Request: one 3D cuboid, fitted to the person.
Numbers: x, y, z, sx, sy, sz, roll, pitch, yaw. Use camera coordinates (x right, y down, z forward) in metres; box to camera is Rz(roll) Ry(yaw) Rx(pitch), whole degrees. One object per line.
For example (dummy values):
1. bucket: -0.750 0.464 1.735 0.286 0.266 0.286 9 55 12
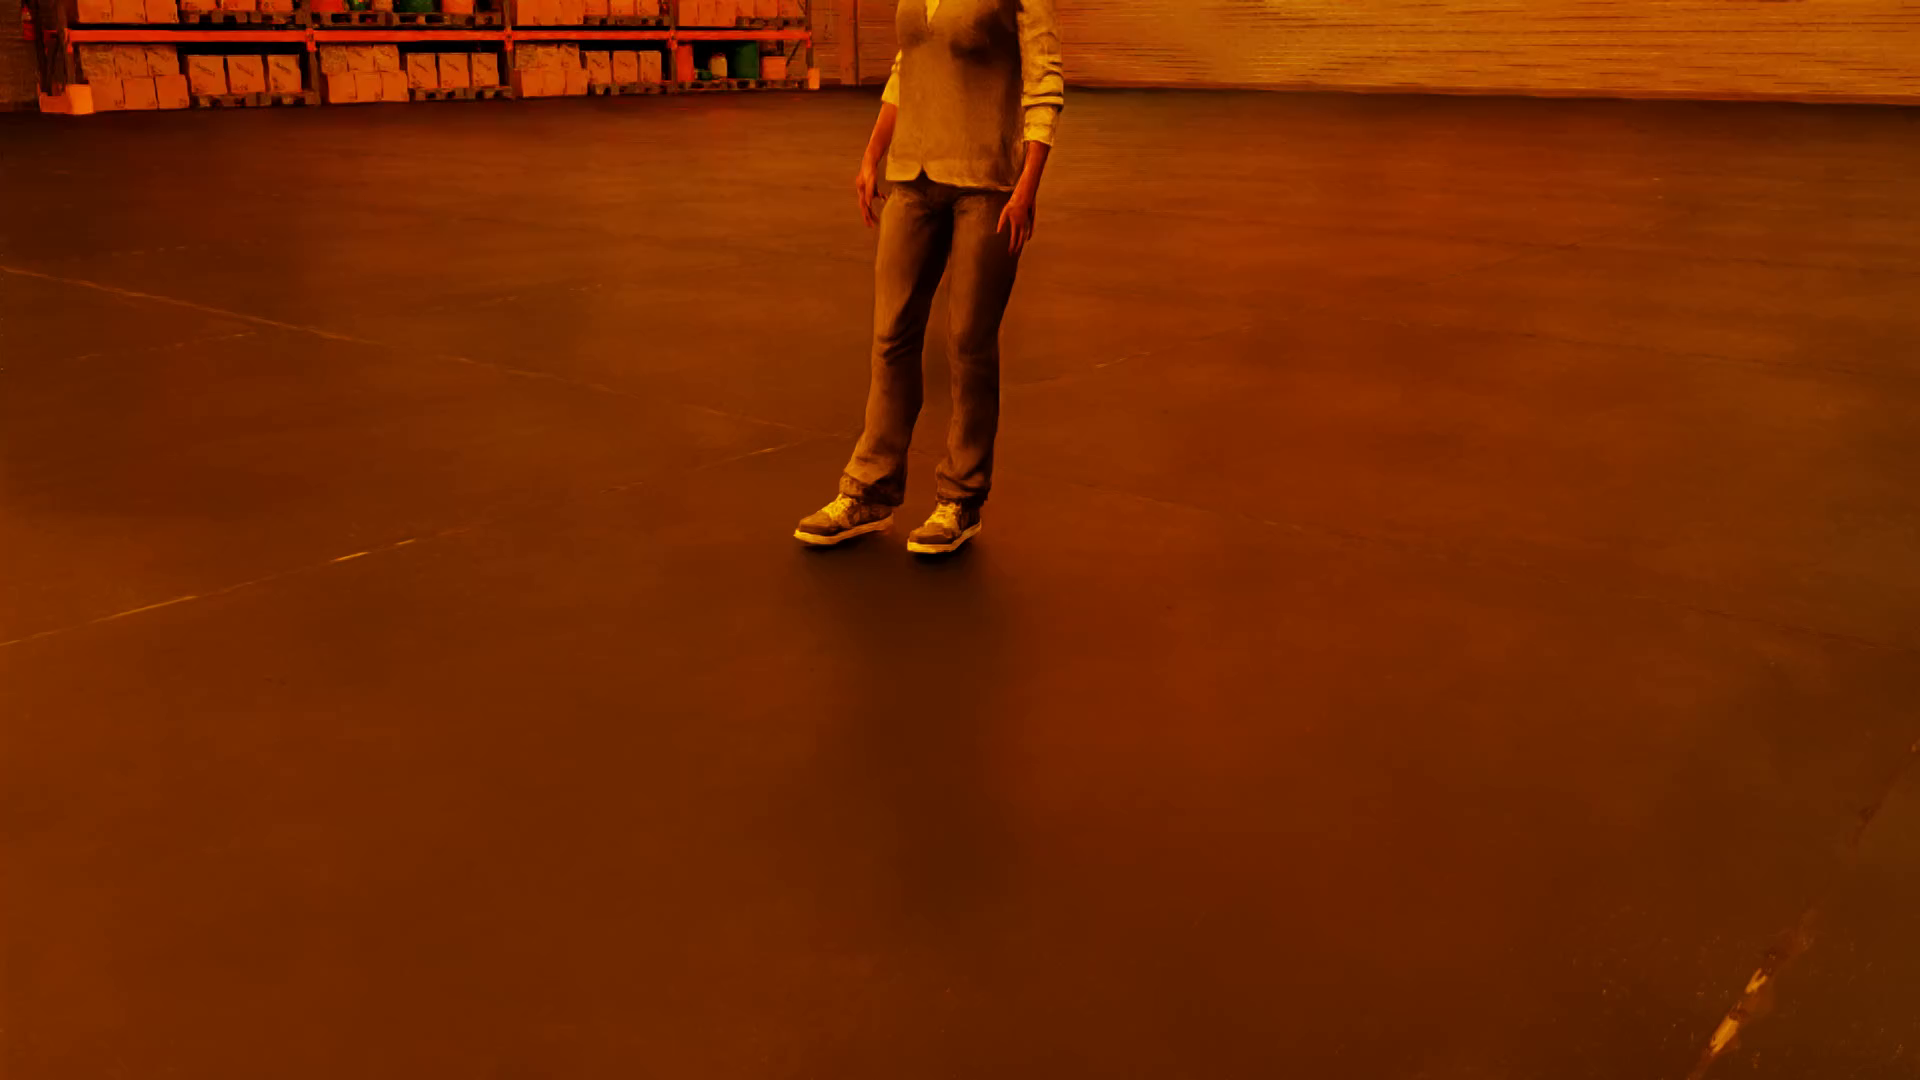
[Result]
1. person: -0.058 -0.757 3.662 0.521 1.597 0.474 13 21 37
